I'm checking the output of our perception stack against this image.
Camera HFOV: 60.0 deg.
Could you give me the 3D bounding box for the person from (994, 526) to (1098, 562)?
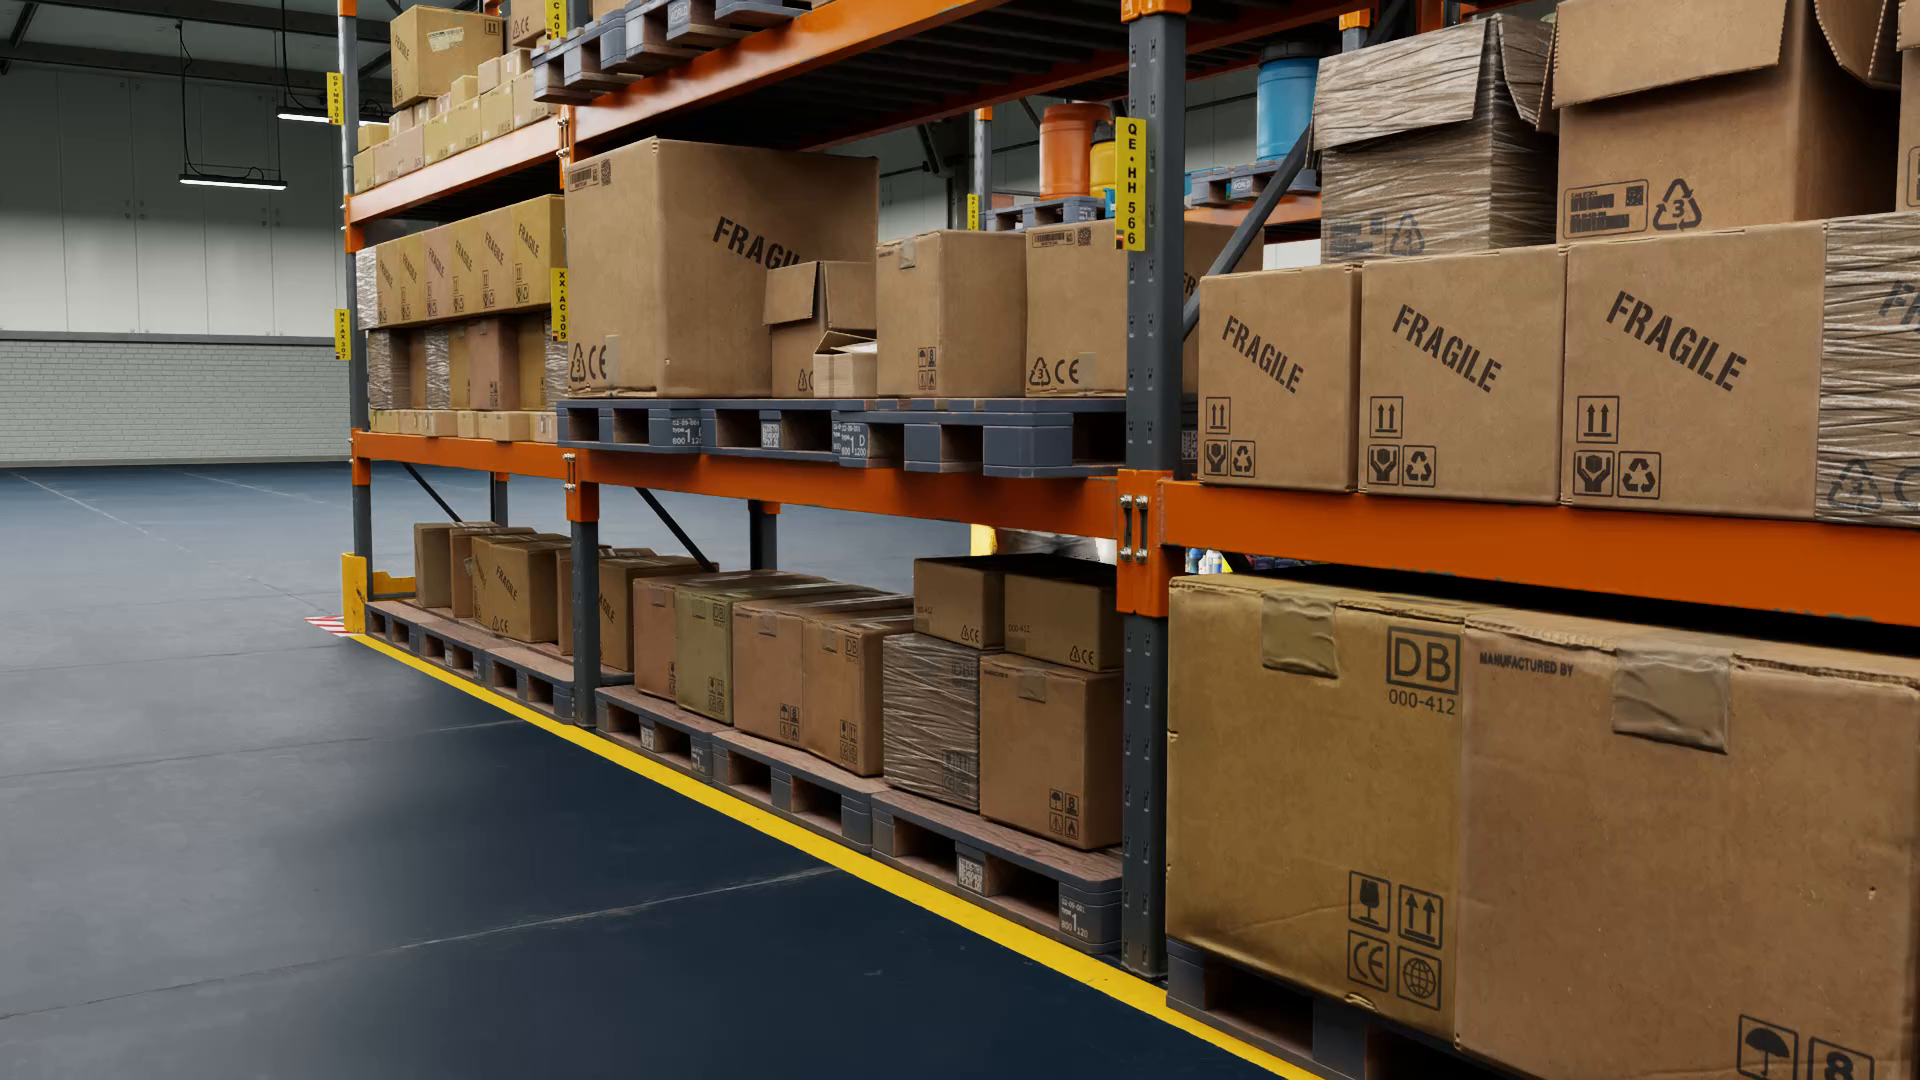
[{"bbox_3d":[0.399,0.007,7.767,0.506,1.648,0.534,-2,5,-18],"label":"person"}]
